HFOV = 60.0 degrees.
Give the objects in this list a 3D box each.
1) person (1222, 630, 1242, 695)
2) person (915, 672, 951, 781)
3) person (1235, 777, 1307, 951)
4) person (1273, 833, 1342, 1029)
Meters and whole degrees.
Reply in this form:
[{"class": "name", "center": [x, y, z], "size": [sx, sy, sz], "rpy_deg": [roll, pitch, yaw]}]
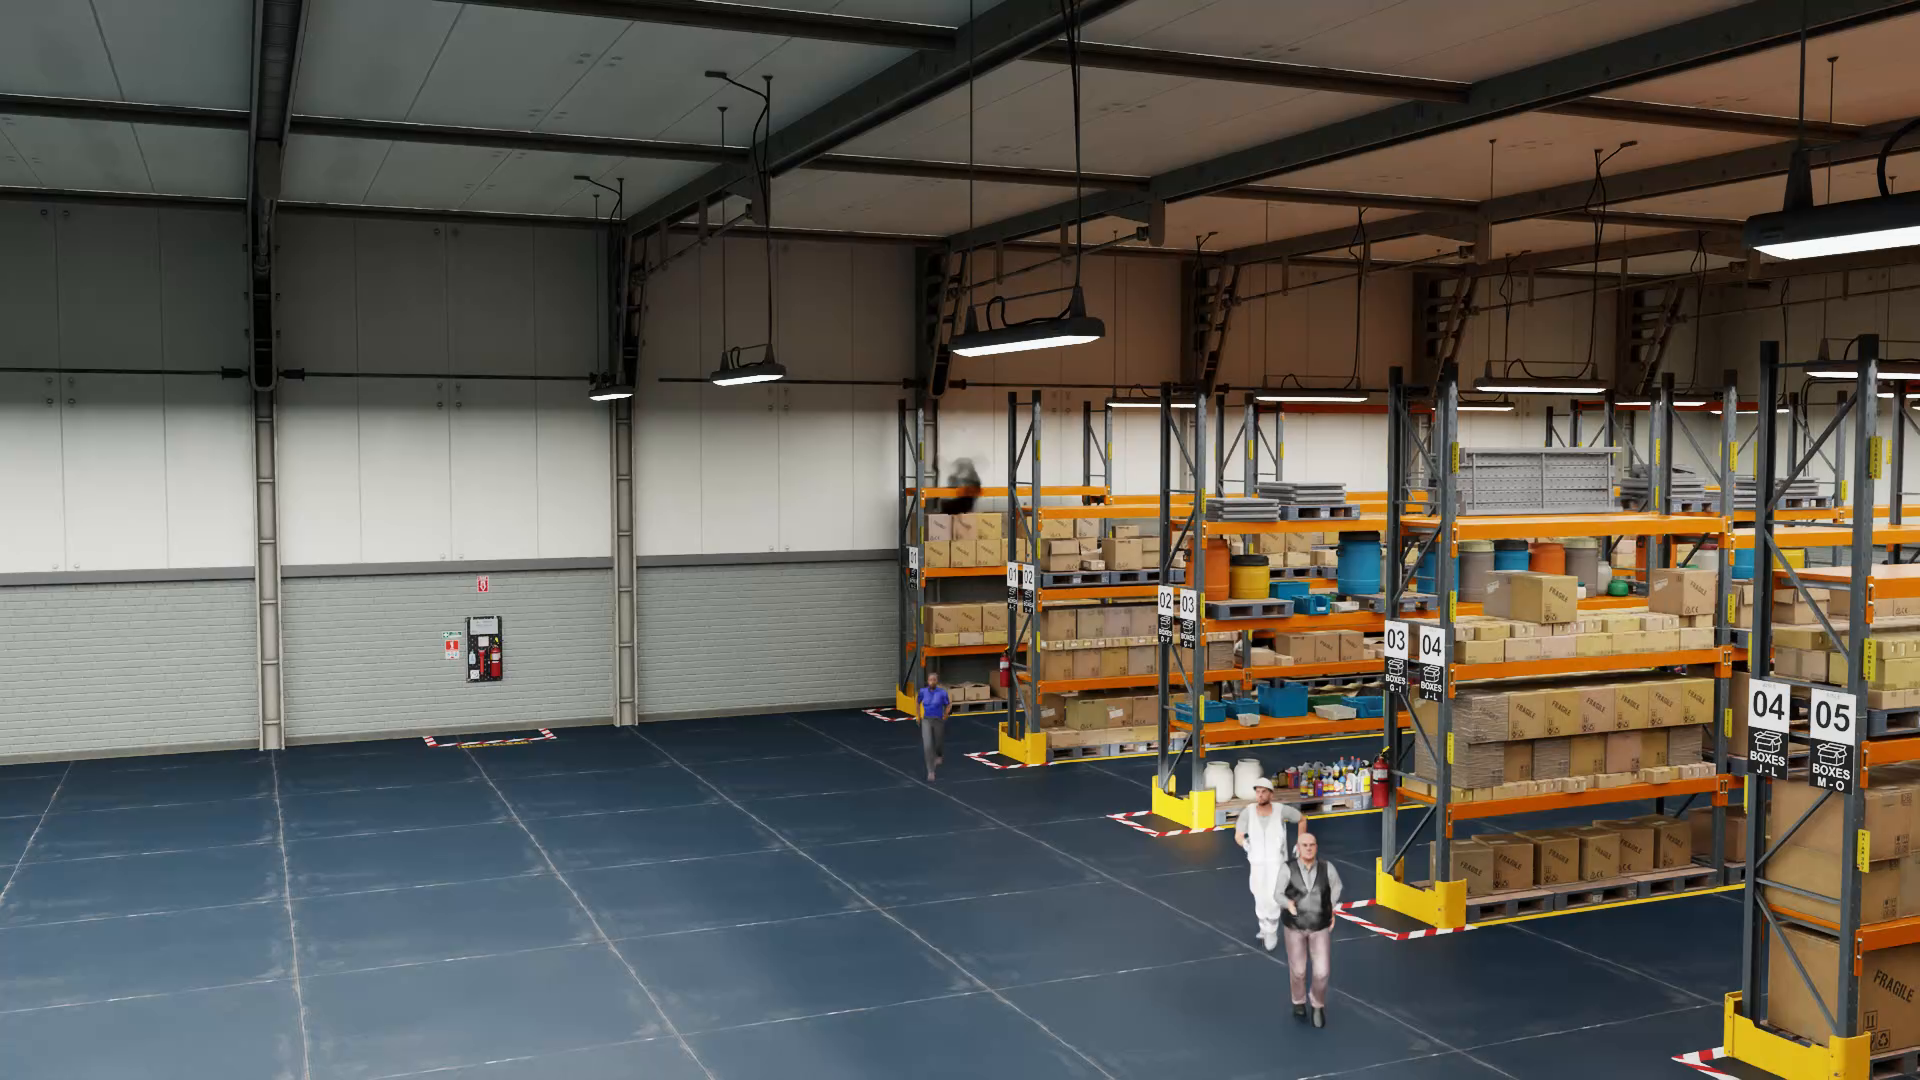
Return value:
[{"class": "person", "center": [5.144, 2.456, 31.132], "size": [0.616, 1.746, 0.684], "rpy_deg": [-1, 4, -24]}, {"class": "person", "center": [-0.414, 2.846, 25.734], "size": [0.557, 1.635, 0.850], "rpy_deg": [0, 3, 2]}, {"class": "person", "center": [3.127, 3.274, 16.848], "size": [0.674, 1.748, 0.852], "rpy_deg": [2, 4, 24]}, {"class": "person", "center": [3.071, 3.459, 14.697], "size": [0.613, 1.732, 0.728], "rpy_deg": [1, 3, 10]}]
